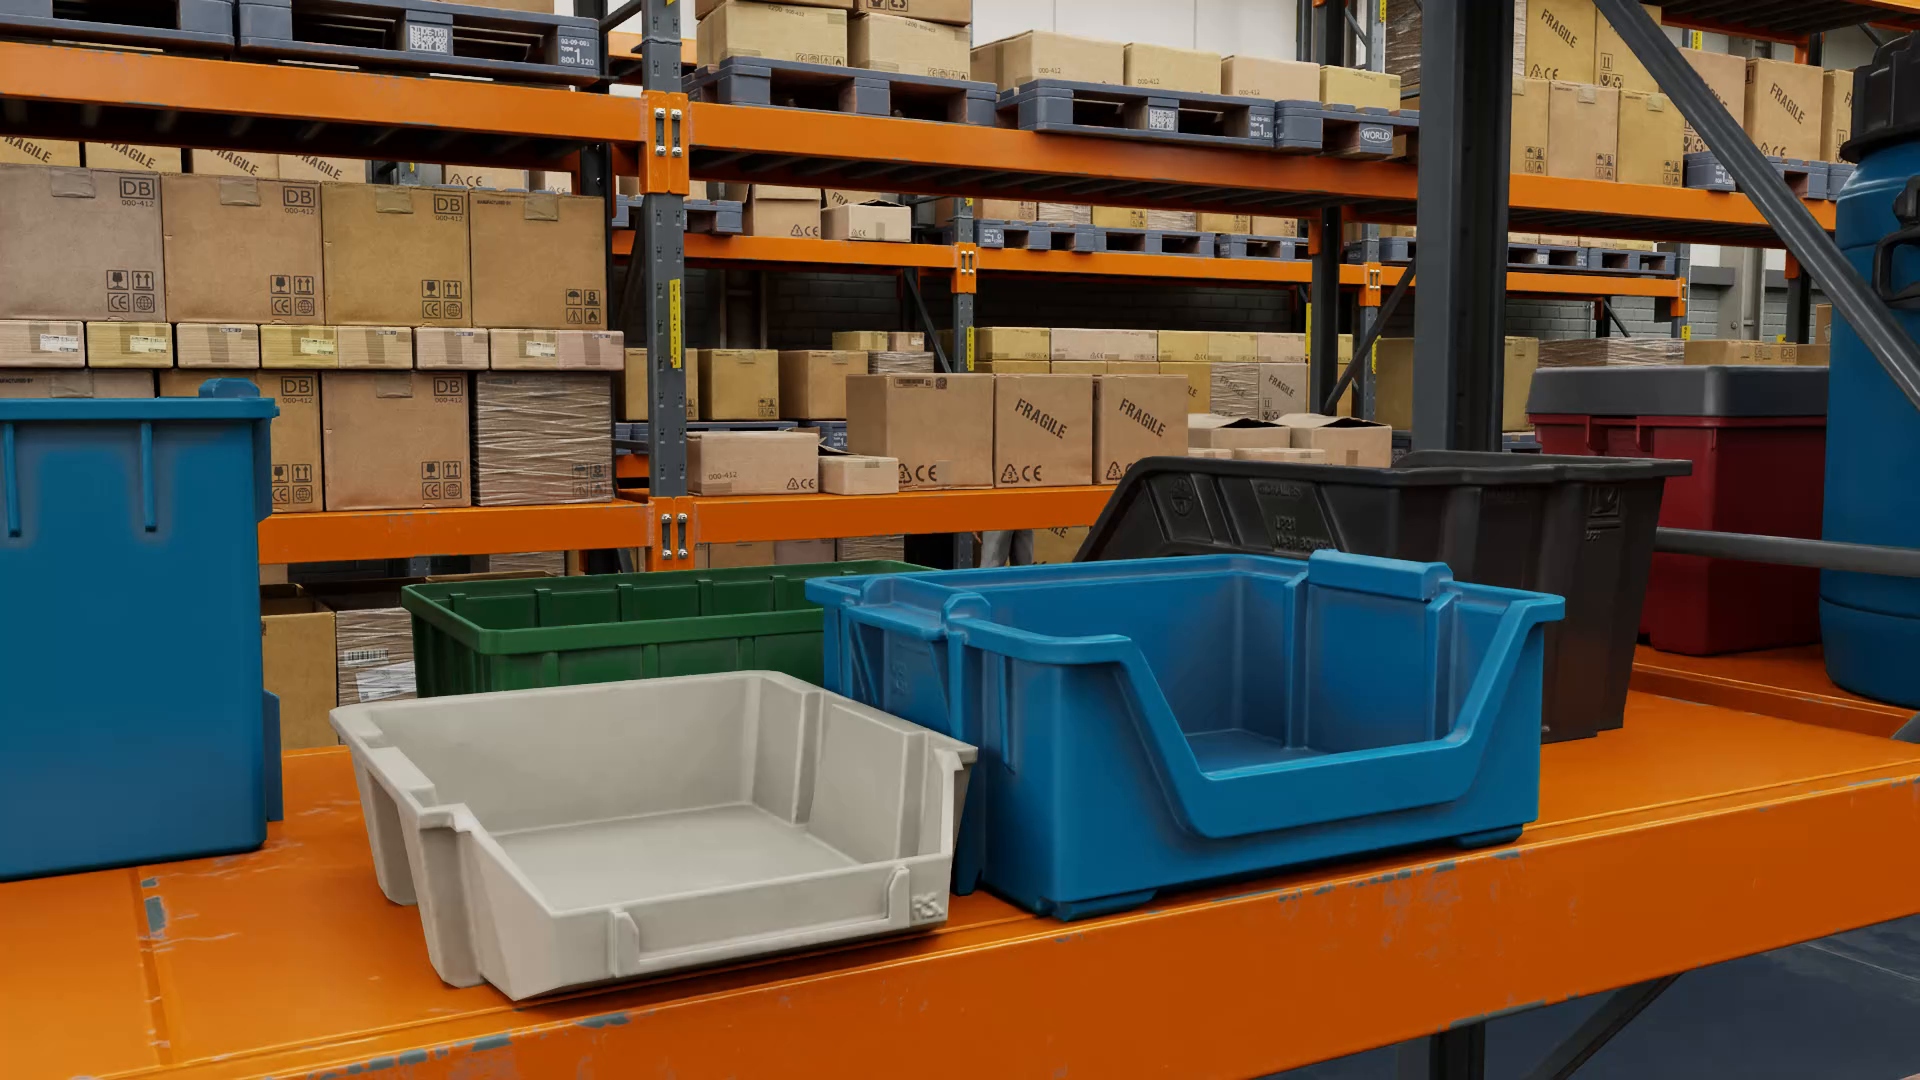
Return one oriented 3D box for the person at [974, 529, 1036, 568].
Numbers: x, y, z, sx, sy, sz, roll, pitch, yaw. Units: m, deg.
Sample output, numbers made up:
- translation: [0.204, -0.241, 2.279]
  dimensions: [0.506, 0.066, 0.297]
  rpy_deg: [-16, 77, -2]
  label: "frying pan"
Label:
- translation: [0.314, -0.104, 11.128]
  dimensions: [0.485, 1.672, 0.360]
  rpy_deg: [-3, 6, -28]
  label: "person"
